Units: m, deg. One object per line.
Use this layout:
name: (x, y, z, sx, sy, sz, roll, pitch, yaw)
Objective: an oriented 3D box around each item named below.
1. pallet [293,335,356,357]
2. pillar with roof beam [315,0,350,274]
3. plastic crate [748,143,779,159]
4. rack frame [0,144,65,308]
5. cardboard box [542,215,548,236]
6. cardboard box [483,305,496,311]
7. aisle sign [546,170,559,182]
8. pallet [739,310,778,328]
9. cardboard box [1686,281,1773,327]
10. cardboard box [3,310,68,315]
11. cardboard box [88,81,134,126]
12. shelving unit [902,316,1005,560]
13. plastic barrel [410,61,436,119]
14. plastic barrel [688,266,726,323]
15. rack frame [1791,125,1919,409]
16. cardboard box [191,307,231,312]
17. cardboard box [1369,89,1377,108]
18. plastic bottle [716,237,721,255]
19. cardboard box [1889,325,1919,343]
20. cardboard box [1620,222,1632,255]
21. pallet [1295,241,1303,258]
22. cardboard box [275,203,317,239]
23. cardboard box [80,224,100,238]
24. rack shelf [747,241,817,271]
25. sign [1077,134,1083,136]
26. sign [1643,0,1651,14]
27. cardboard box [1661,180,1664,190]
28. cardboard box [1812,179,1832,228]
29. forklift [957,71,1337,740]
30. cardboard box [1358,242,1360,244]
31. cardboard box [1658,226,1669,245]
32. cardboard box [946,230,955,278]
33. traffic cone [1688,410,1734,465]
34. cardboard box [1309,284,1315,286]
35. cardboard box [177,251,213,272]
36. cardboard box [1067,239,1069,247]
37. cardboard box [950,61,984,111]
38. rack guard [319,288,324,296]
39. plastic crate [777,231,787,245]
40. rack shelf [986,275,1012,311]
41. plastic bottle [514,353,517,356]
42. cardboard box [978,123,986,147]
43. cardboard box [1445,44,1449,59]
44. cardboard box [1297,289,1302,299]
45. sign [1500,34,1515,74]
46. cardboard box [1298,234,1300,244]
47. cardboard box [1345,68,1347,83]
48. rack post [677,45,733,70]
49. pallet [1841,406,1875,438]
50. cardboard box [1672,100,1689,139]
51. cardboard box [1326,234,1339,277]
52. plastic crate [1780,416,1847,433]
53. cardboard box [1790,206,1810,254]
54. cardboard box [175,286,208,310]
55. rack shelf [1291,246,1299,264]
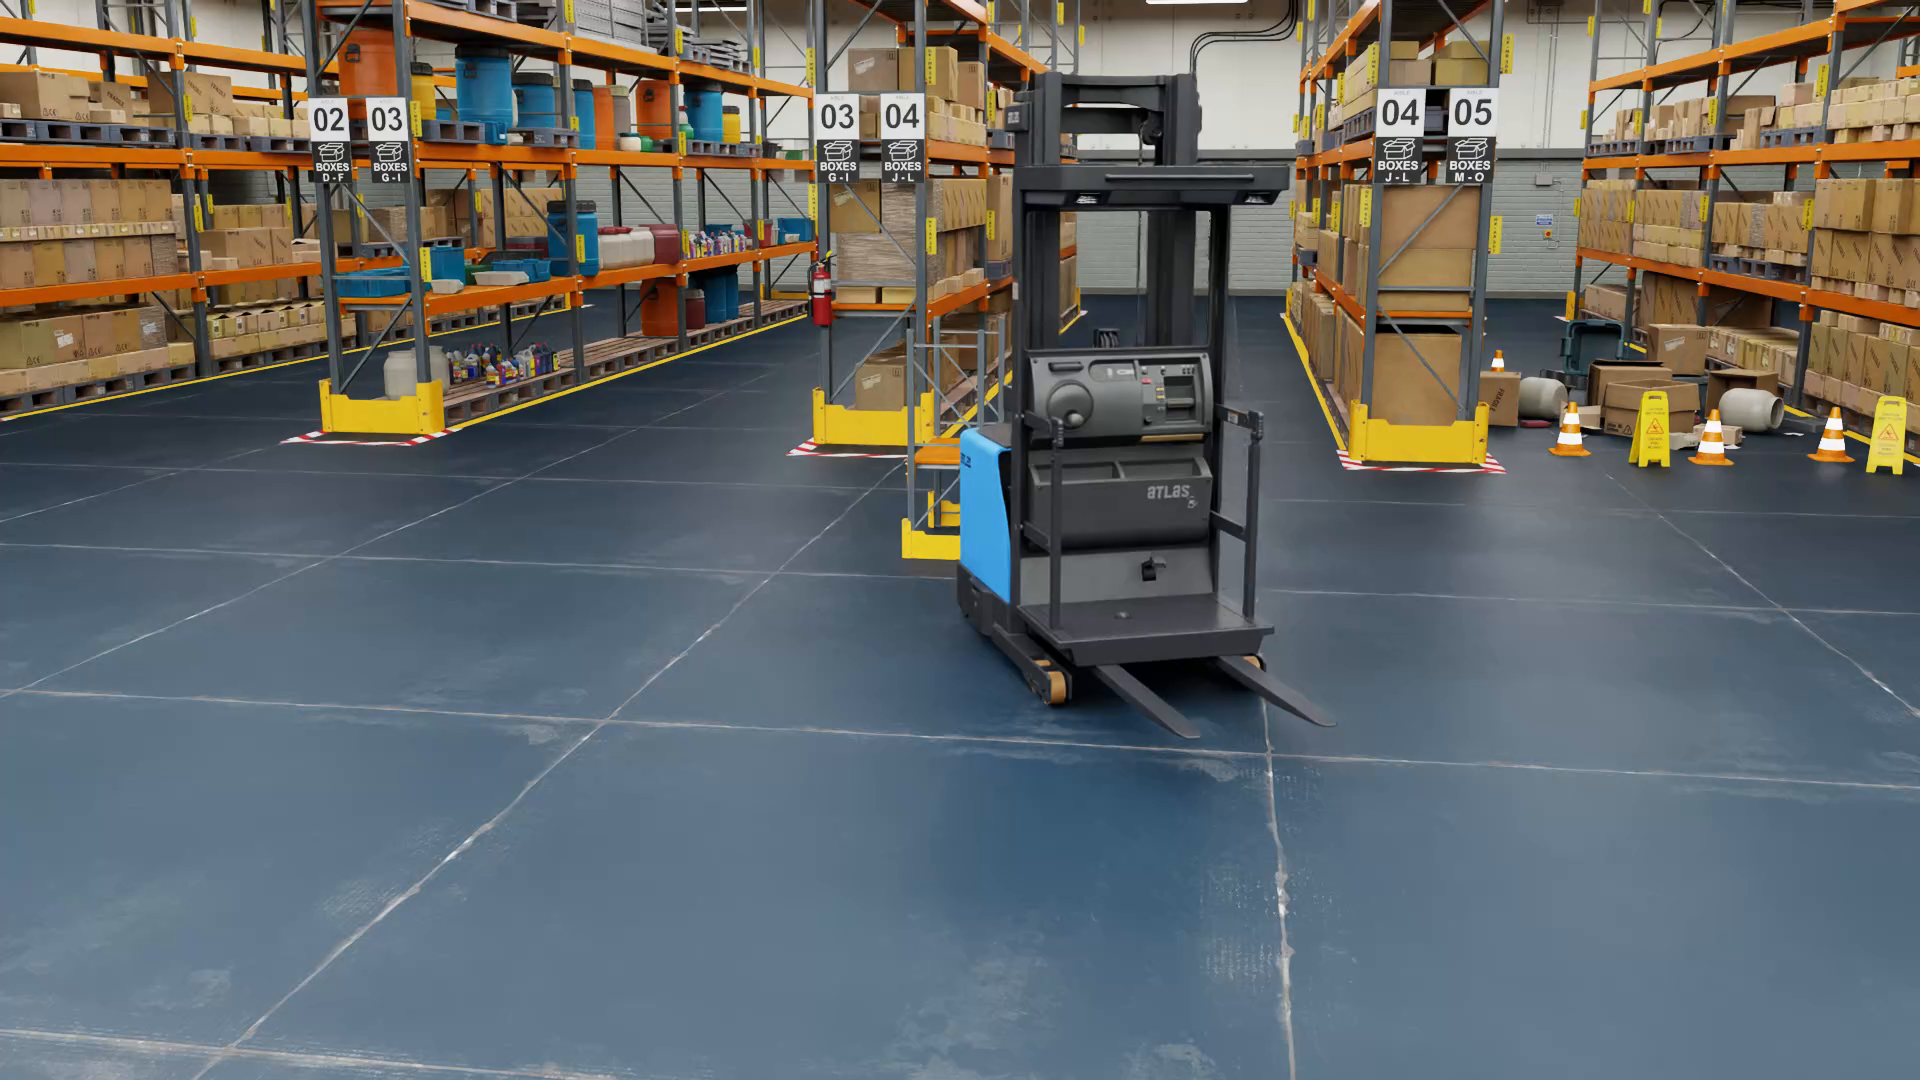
pallet: (-9.528, -2.833, 24.140, 1.003, 0.211, 1.213, 2, 12, 9)
pillar with roof beam: (-9.213, -9.575, 34.563, 9.100, 9.000, 0.548, 2, 12, 9)
plastic crate: (-3.391, -6.690, 28.607, 0.497, 0.269, 0.590, 2, 12, 9)
rack frame: (-14.258, -4.526, 25.376, 1.000, 3.000, 0.127, 2, 12, 9)
cardboard box: (-8.008, -5.871, 31.377, 0.500, 0.500, 0.500, 2, 12, 9)
cardboard box: (-8.469, -4.180, 29.109, 0.500, 0.311, 0.500, 2, 12, 9)
aisle sign: (-7.819, -7.307, 32.109, 0.394, 0.787, 0.004, 2, 12, 9)
pallet: (-3.779, -3.829, 28.760, 1.003, 0.211, 1.213, 2, 12, 9)
cardboard box: (10.406, -3.032, 22.487, 0.875, 0.875, 0.875, 2, 12, 8)
cardboard box: (-10.587, -2.363, 19.088, 0.500, 0.500, 0.500, 2, 12, 9)
cardboard box: (-10.316, -5.227, 19.939, 0.500, 0.500, 0.500, 3, 13, 13)
shelving unit: (-0.012, -0.717, 11.262, 0.587, 1.500, 1.083, 2, 12, 9)
plastic barrel: (-5.649, -4.545, 16.900, 0.600, 0.588, 0.600, 0, 12, 0)
plastic barrel: (-4.063, -3.957, 26.721, 0.600, 0.901, 0.708, 2, 12, 9)
rack frame: (9.602, -2.891, 17.789, 1.000, 3.000, 0.127, 2, 12, 9)
cardboard box: (-10.046, -2.975, 22.377, 0.500, 0.311, 0.500, 2, 12, 8)
cardboard box: (3.797, -3.876, 14.599, 0.380, 0.149, 0.250, 2, 12, 9)
plastic bottle: (-3.775, -4.582, 25.909, 0.061, 0.283, 0.133, 2, 12, 9)
cardboard box: (8.885, -1.909, 15.443, 0.380, 0.149, 0.250, 2, 12, 10)
cardboard box: (10.652, -4.710, 25.992, 0.500, 0.500, 0.500, 2, 12, 9)
pallet: (5.665, -4.448, 25.466, 1.003, 0.211, 1.213, 2, 12, 9)
cardboard box: (-13.096, -6.232, 32.578, 0.980, 0.700, 0.700, 2, 12, 11)
cardboard box: (-10.042, -3.517, 18.915, 0.380, 0.149, 0.250, 2, 12, 11)
rack shelf: (-3.546, -5.103, 29.758, 1.077, 0.370, 4.000, 2, 12, 9)
sign: (2.190, -7.550, 30.374, 0.100, 0.325, 0.005, 2, 12, 9)
sign: (10.288, -8.046, 24.876, 0.100, 0.325, 0.005, 2, 12, 9)
cardboard box: (11.159, -5.577, 26.101, 0.380, 0.149, 0.250, 2, 12, 8)
cardboard box: (9.320, -3.490, 17.249, 0.700, 0.500, 0.500, 2, 12, 8)
forklift: (0.854, -0.740, 7.970, 1.130, 2.935, 3.031, -3, 13, -14)
cardboard box: (4.407, -2.689, 16.496, 0.875, 0.550, 0.500, 2, 12, 9)
cardboard box: (10.254, -4.326, 23.616, 0.500, 0.250, 0.500, 2, 12, 7)
cardboard box: (-0.527, -3.002, 17.359, 0.875, 0.500, 0.500, 2, 12, 9)
traffic cone: (6.630, -0.915, 14.640, 0.336, 0.463, 0.334, 2, 12, 9)
cardboard box: (5.318, -3.575, 24.117, 0.500, 0.250, 0.500, 2, 12, 10)
cardboard box: (-9.945, -3.565, 21.269, 0.500, 0.250, 0.500, 3, 12, 12)
cardboard box: (1.691, -5.184, 29.026, 0.380, 0.149, 0.250, 2, 12, 10)
cardboard box: (-0.007, -5.015, 18.395, 0.500, 0.500, 0.500, 2, 12, 7)
rack guard: (-13.024, -4.975, 33.390, 1.175, 0.500, 0.348, 2, 12, 9)
plastic crate: (-3.301, -5.382, 29.603, 0.416, 0.233, 0.300, 2, 12, 9)
rack shelf: (0.118, -3.277, 21.286, 1.077, 0.370, 4.000, 2, 12, 9)
plastic bottle: (-5.082, -2.007, 19.091, 0.061, 0.283, 0.133, 2, 12, 9)
cardboard box: (-0.002, -4.502, 18.499, 0.500, 0.250, 0.500, 2, 12, 11)
cardboard box: (4.486, -4.297, 14.660, 0.380, 0.149, 0.250, 2, 12, 9)
cardboard box: (5.822, -4.098, 27.748, 0.380, 0.149, 0.250, 1, 12, 6)
sign: (4.628, -4.111, 14.066, 0.100, 0.325, 0.005, 2, 12, 9)
cardboard box: (5.253, -4.496, 24.836, 0.380, 0.149, 0.250, 1, 12, 6)
cardboard box: (4.304, -4.953, 17.706, 0.380, 0.149, 0.250, 2, 12, 9)
rack post: (-4.039, -7.301, 25.197, 0.937, 0.300, 0.954, 3, 13, 15)
pallet: (9.349, -1.132, 16.247, 1.003, 0.211, 1.213, 2, 12, 9)
cardboard box: (10.202, -5.821, 23.028, 0.500, 0.500, 0.500, 2, 12, 9)
cardboard box: (4.667, -3.407, 19.945, 0.500, 0.500, 0.500, 2, 12, 9)
plastic crate: (8.551, -1.164, 16.703, 0.402, 0.080, 0.583, -2, 12, -11)
cardboard box: (9.447, -3.394, 18.183, 0.500, 0.500, 0.500, 2, 12, 8)
cardboard box: (-13.614, -4.374, 28.775, 0.750, 0.750, 0.750, 2, 12, 9)
rack shelf: (6.234, -4.760, 28.170, 1.077, 0.370, 4.000, 2, 12, 9)
